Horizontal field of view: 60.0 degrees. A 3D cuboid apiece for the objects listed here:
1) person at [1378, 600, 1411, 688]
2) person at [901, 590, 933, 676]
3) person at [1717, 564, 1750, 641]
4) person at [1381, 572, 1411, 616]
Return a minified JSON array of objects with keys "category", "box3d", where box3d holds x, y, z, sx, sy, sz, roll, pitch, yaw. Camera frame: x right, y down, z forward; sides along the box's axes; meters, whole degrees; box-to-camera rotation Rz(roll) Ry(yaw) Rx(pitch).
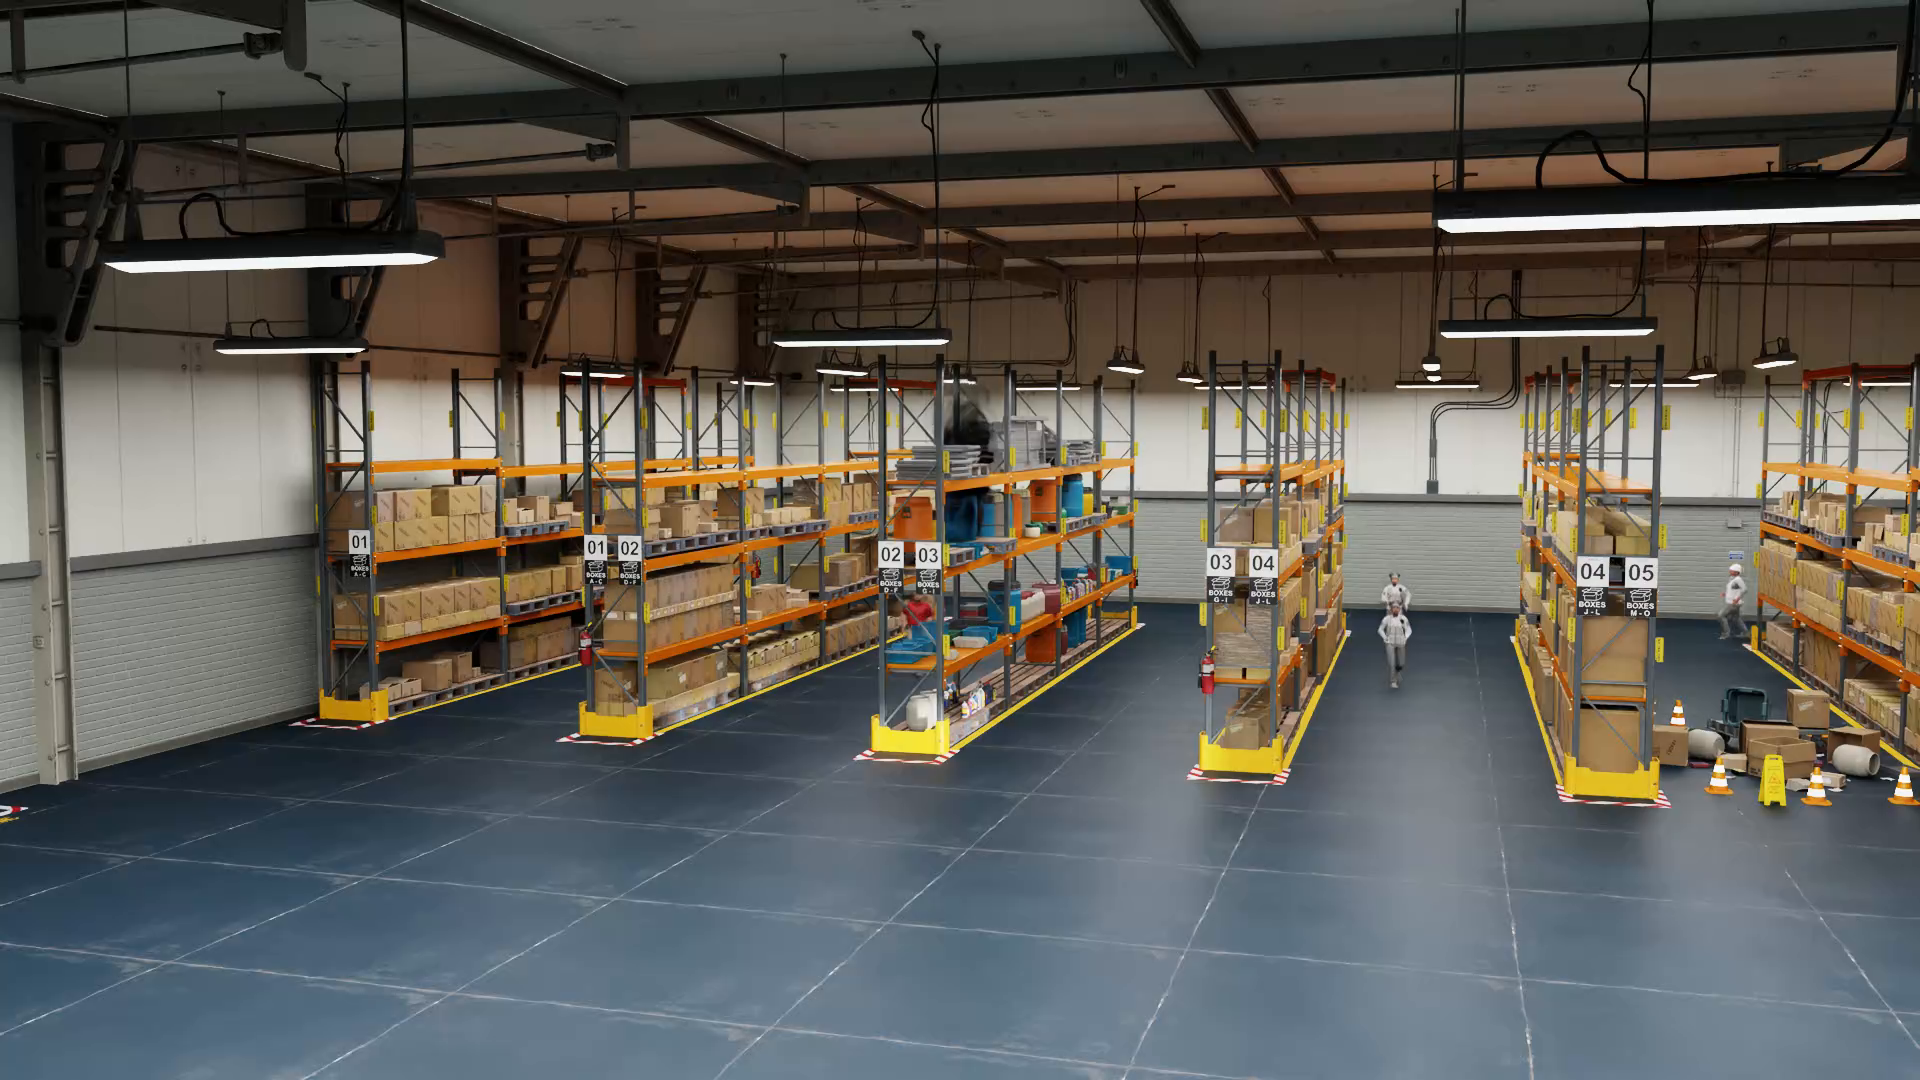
[{"category":"person","box3d":[8.168,1.945,31.244,0.613,1.646,0.559,1,4,10]},{"category":"person","box3d":[-0.851,1.825,32.535,0.642,1.706,0.666,0,4,3]},{"category":"person","box3d":[17.609,1.437,37.803,0.695,1.794,0.708,2,4,23]},{"category":"person","box3d":[9.535,1.559,36.422,0.602,1.713,0.688,1,4,18]}]
